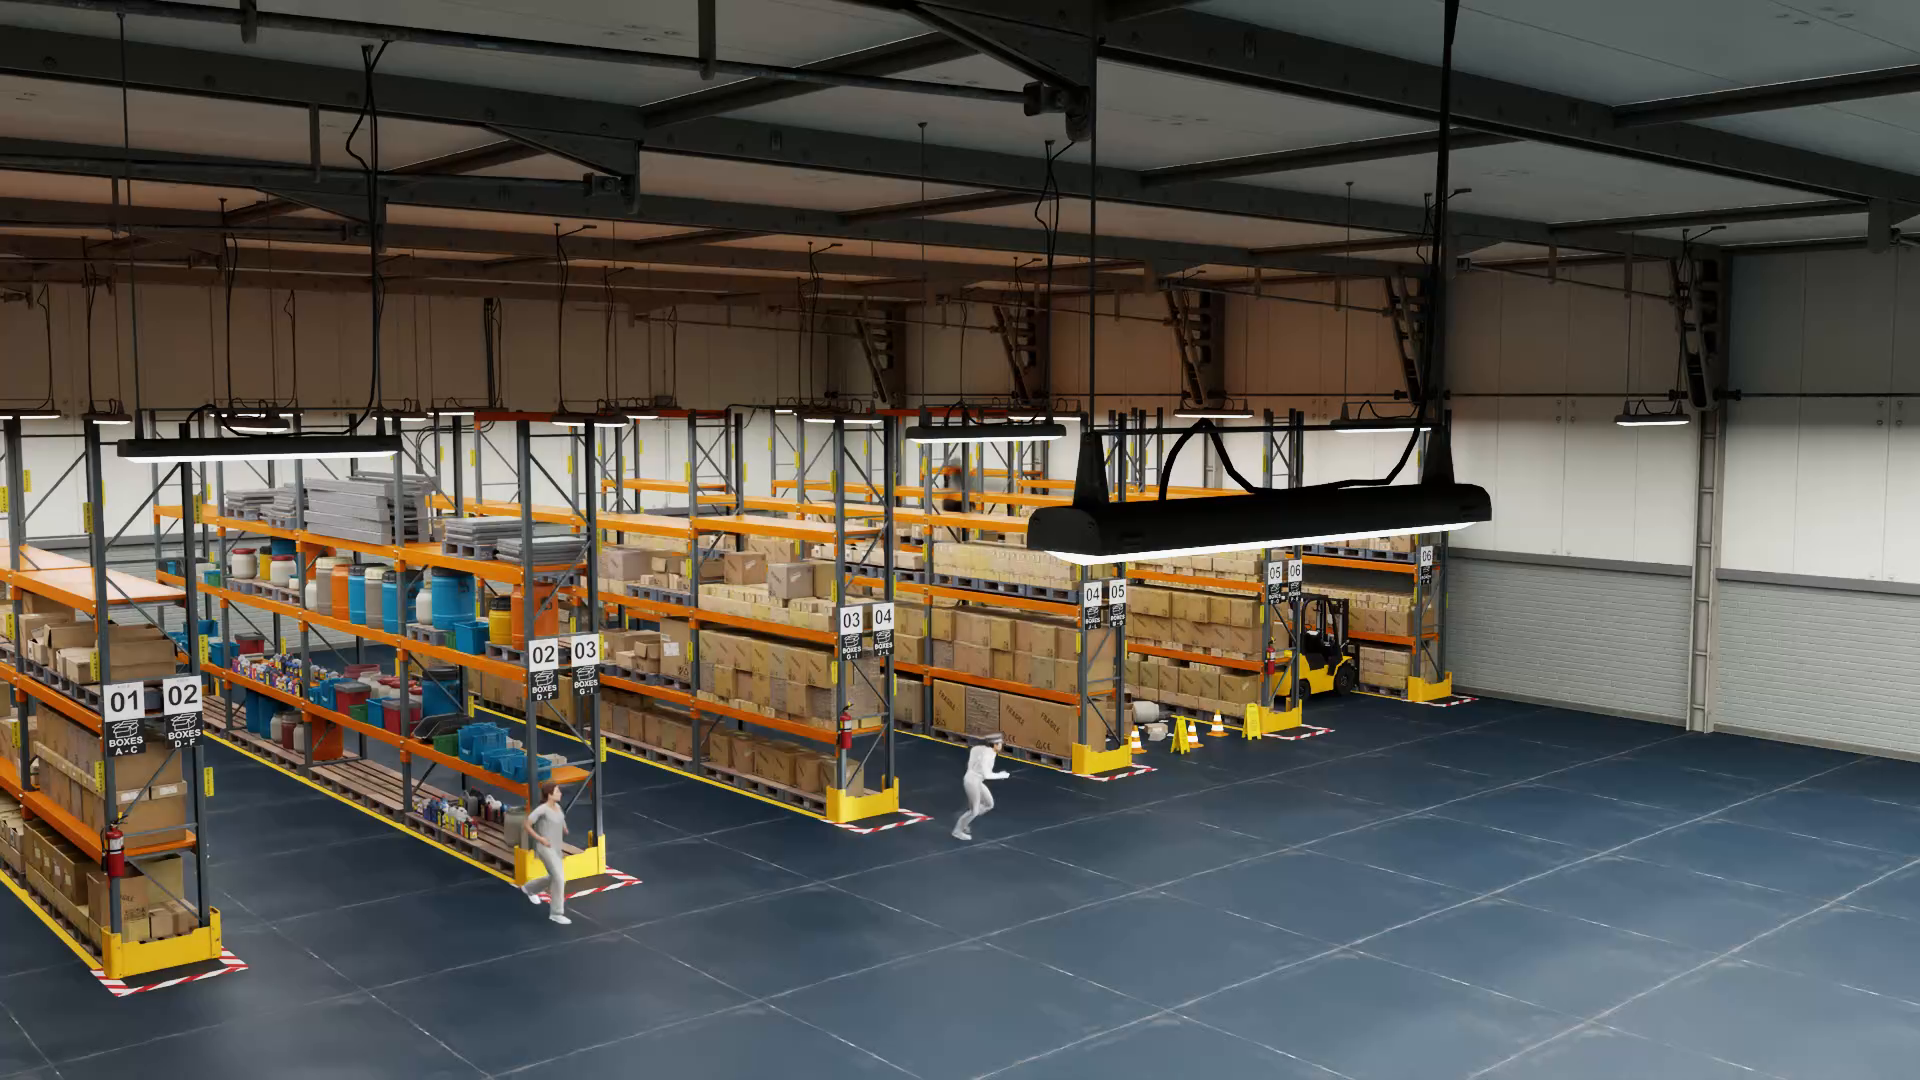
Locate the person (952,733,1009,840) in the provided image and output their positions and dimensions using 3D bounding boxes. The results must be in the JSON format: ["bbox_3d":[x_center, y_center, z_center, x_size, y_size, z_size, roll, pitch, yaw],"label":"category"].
[{"bbox_3d":[0.292,3.498,23.697,0.824,1.522,0.632,0,5,2],"label":"person"}]

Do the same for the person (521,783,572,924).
[{"bbox_3d":[-4.989,3.762,20.215,0.856,1.644,0.593,2,5,19],"label":"person"}]

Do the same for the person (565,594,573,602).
[{"bbox_3d":[-9.486,2.021,39.914,0.612,1.649,0.519,3,6,29],"label":"person"}]
